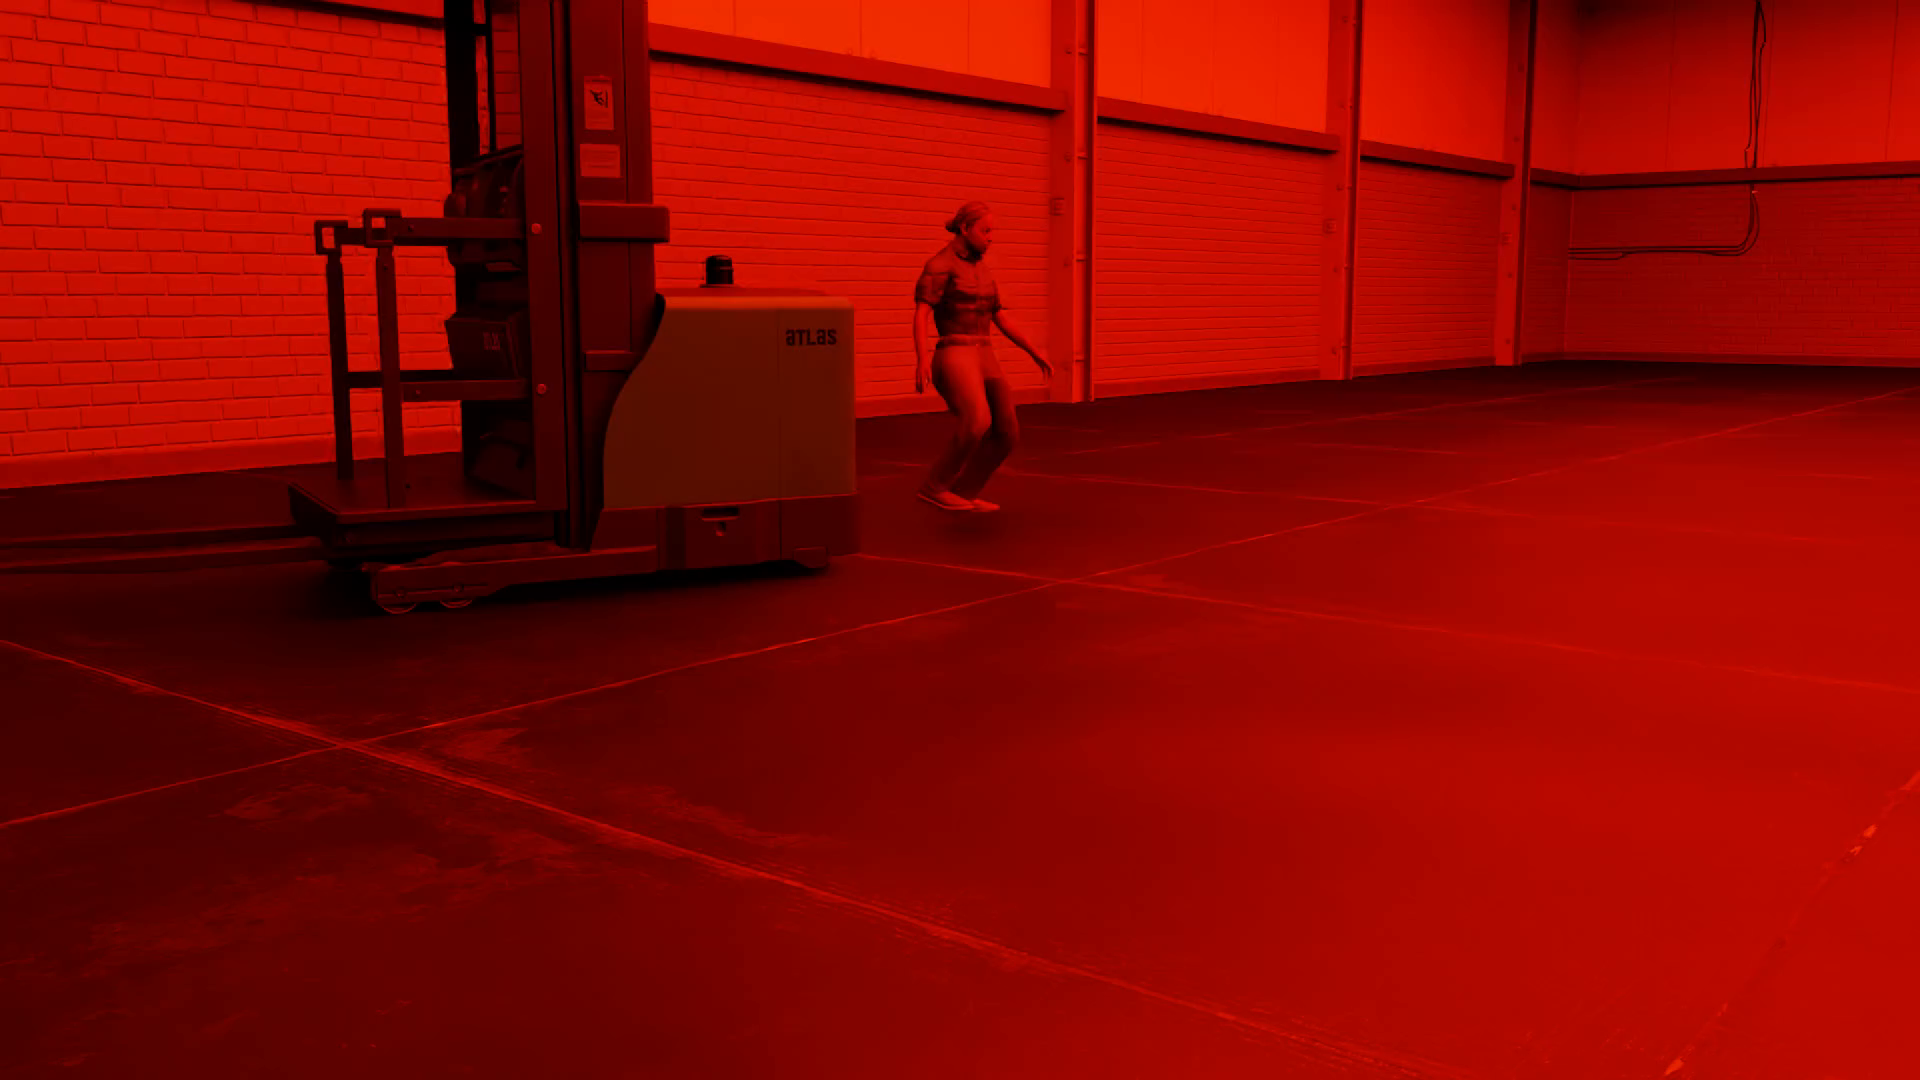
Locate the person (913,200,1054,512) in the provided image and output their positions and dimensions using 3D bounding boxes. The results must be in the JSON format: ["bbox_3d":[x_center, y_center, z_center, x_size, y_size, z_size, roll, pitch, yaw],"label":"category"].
[{"bbox_3d":[0.057,-0.849,8.008,0.619,1.550,0.865,6,10,37],"label":"person"}]

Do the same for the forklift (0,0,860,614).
[{"bbox_3d":[-1.933,-1.285,6.062,3.031,2.935,1.130,-5,10,-29],"label":"forklift"}]
